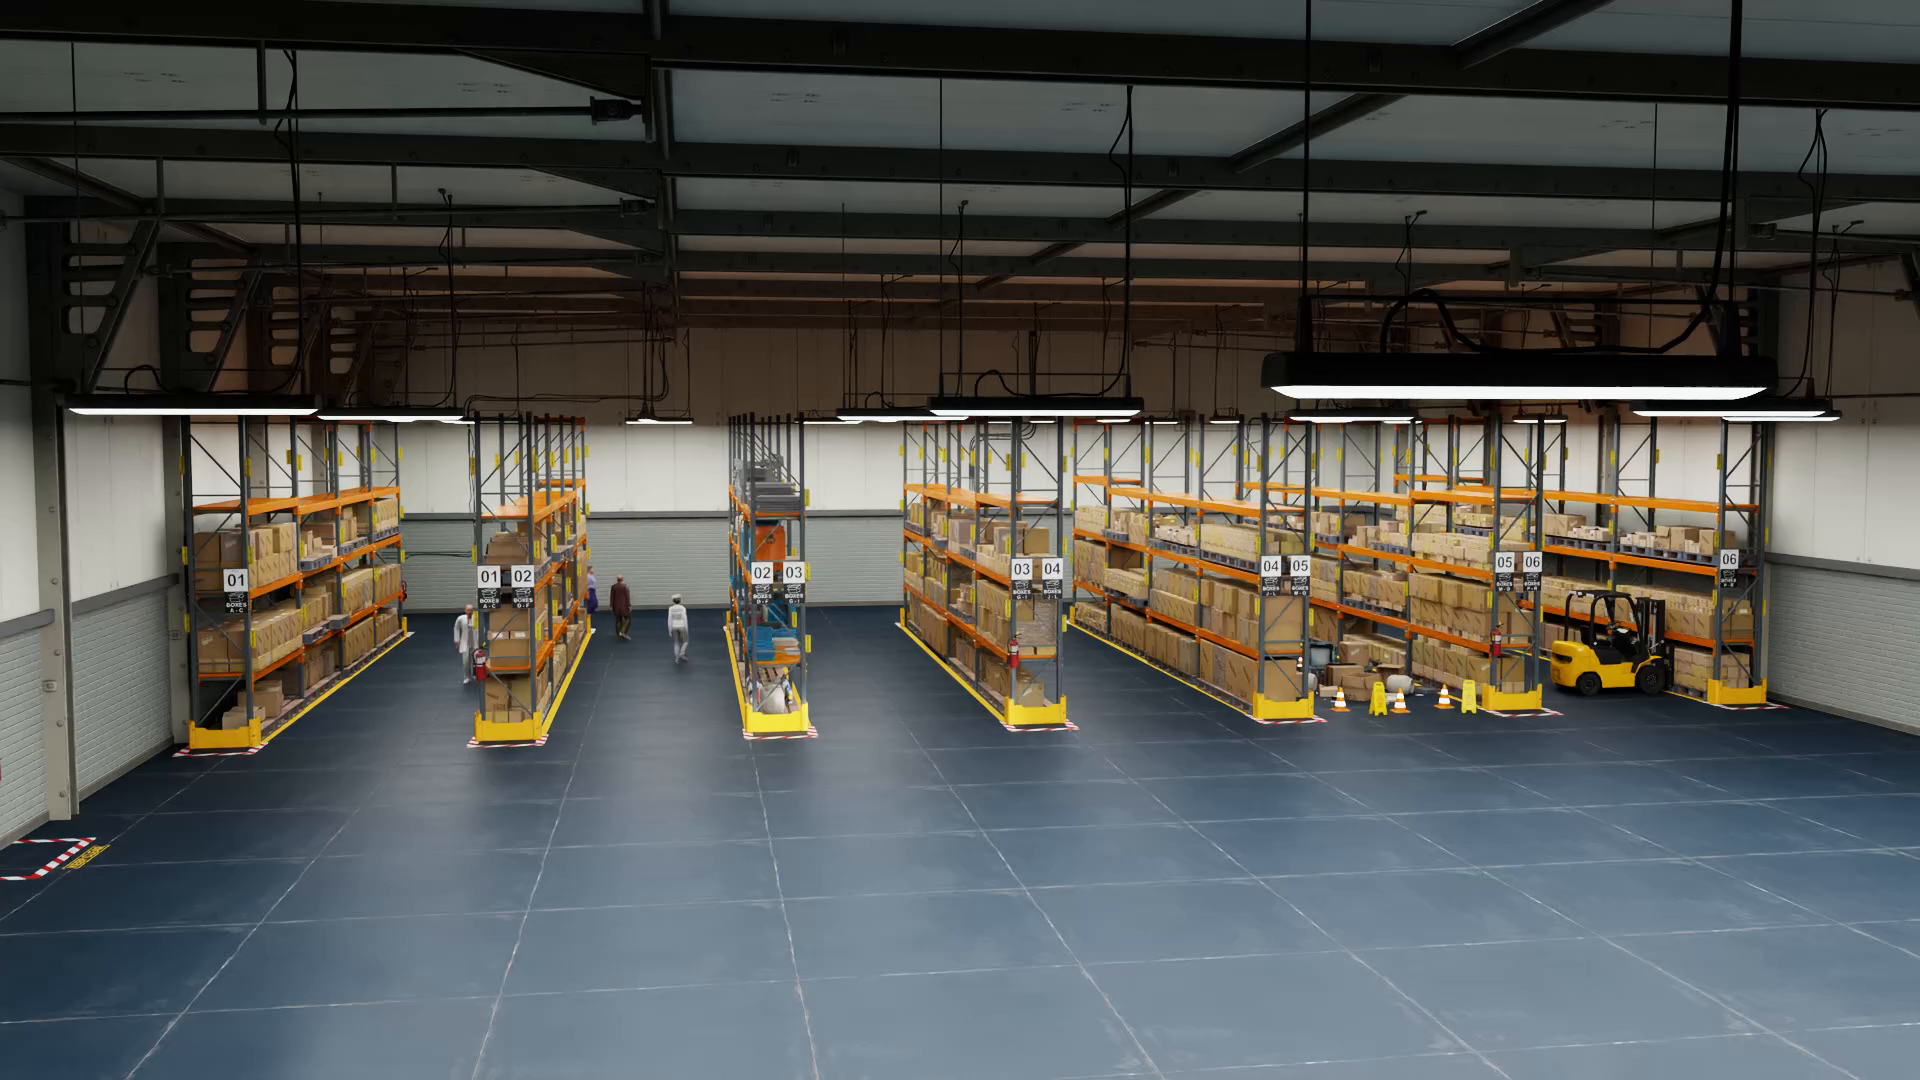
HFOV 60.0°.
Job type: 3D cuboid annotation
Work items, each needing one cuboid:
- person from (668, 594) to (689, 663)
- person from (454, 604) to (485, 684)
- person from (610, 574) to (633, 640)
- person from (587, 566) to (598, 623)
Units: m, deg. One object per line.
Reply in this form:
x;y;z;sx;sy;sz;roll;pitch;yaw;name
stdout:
-6.809;2.154;40.170;0.526;1.669;0.506;0;4;7;person
-11.030;2.311;37.393;0.673;1.765;0.740;-1;4;-19;person
-9.119;1.858;44.609;0.636;1.677;0.568;1;4;19;person
-10.829;1.583;48.800;0.414;1.669;0.508;-1;4;-10;person
